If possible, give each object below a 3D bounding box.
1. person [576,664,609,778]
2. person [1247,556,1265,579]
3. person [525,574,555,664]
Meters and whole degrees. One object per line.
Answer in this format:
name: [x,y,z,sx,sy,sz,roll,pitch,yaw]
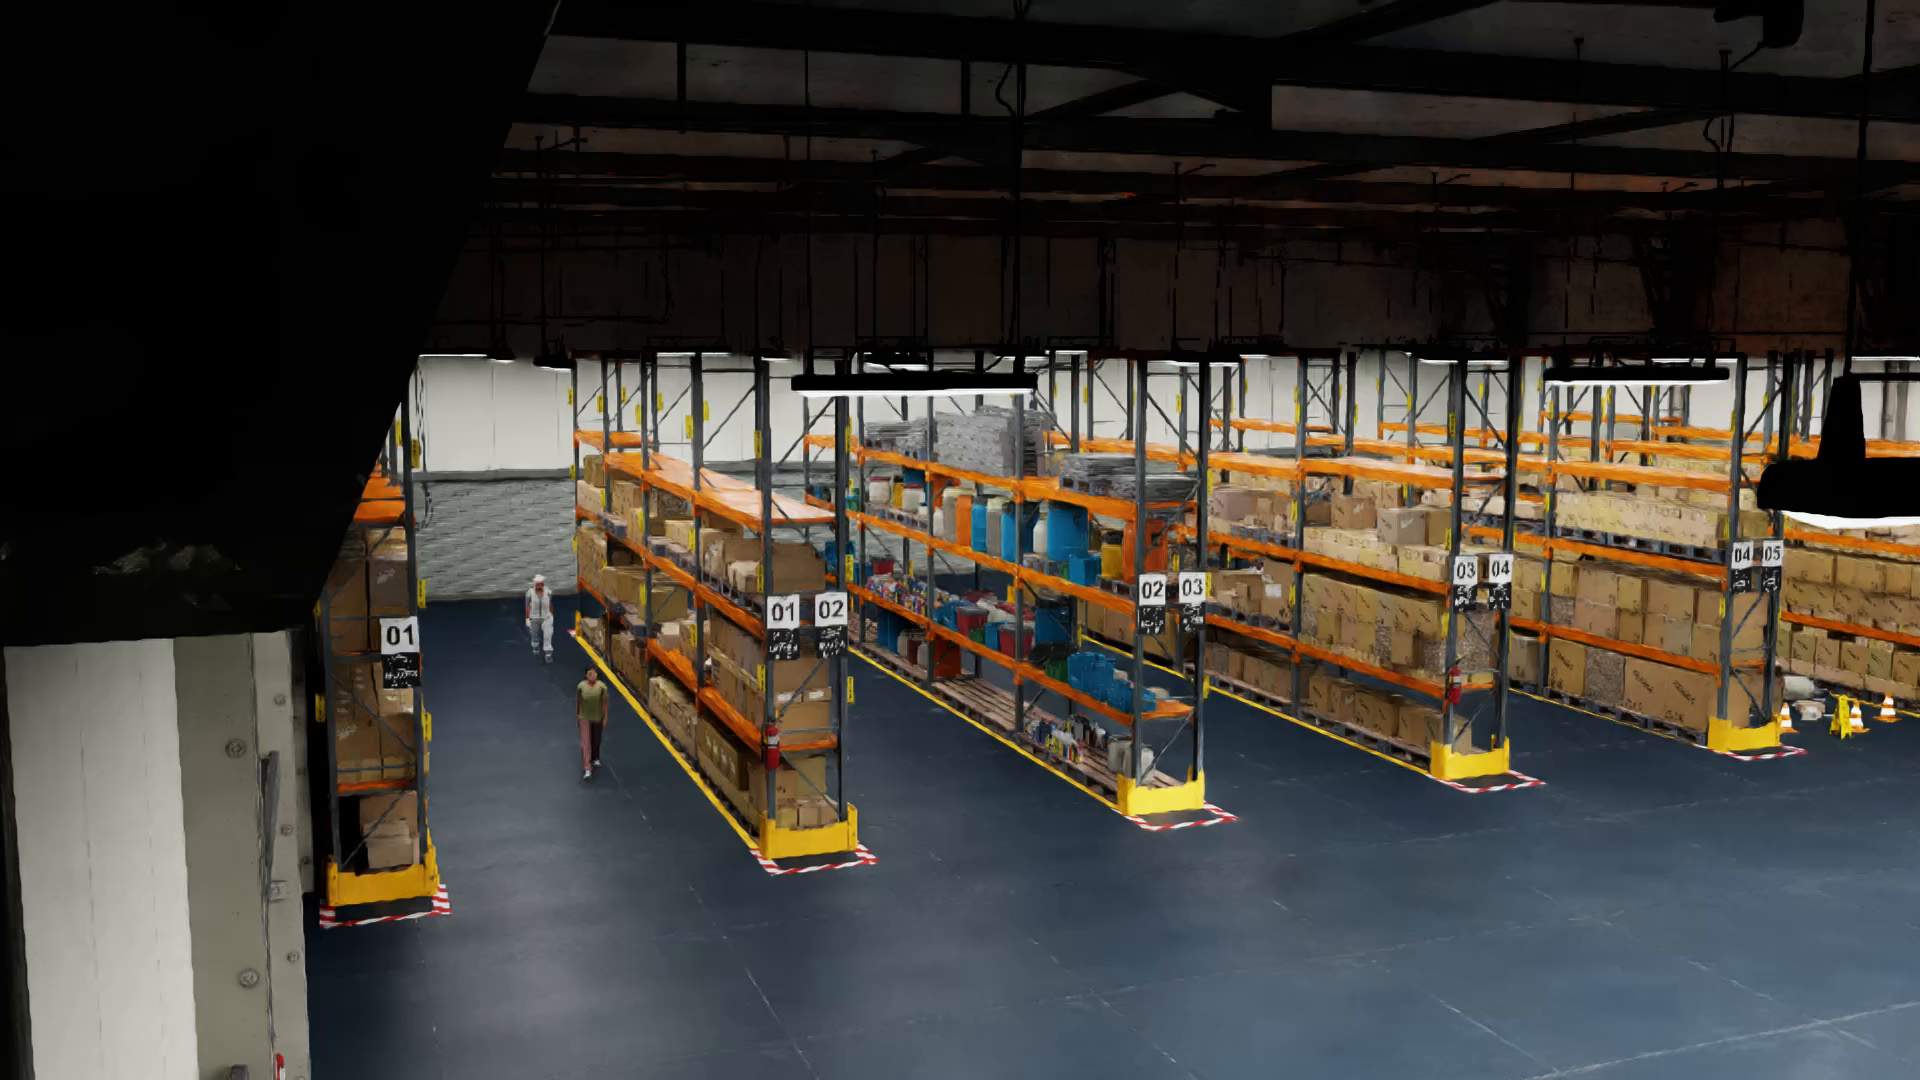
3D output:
person: [-5.271,2.565,23.909,0.451,1.565,1.098,-2,7,-18]
person: [6.299,1.116,35.547,0.592,1.629,0.532,-3,8,-23]
person: [-8.083,1.496,31.991,0.553,1.709,1.114,-2,7,-18]
